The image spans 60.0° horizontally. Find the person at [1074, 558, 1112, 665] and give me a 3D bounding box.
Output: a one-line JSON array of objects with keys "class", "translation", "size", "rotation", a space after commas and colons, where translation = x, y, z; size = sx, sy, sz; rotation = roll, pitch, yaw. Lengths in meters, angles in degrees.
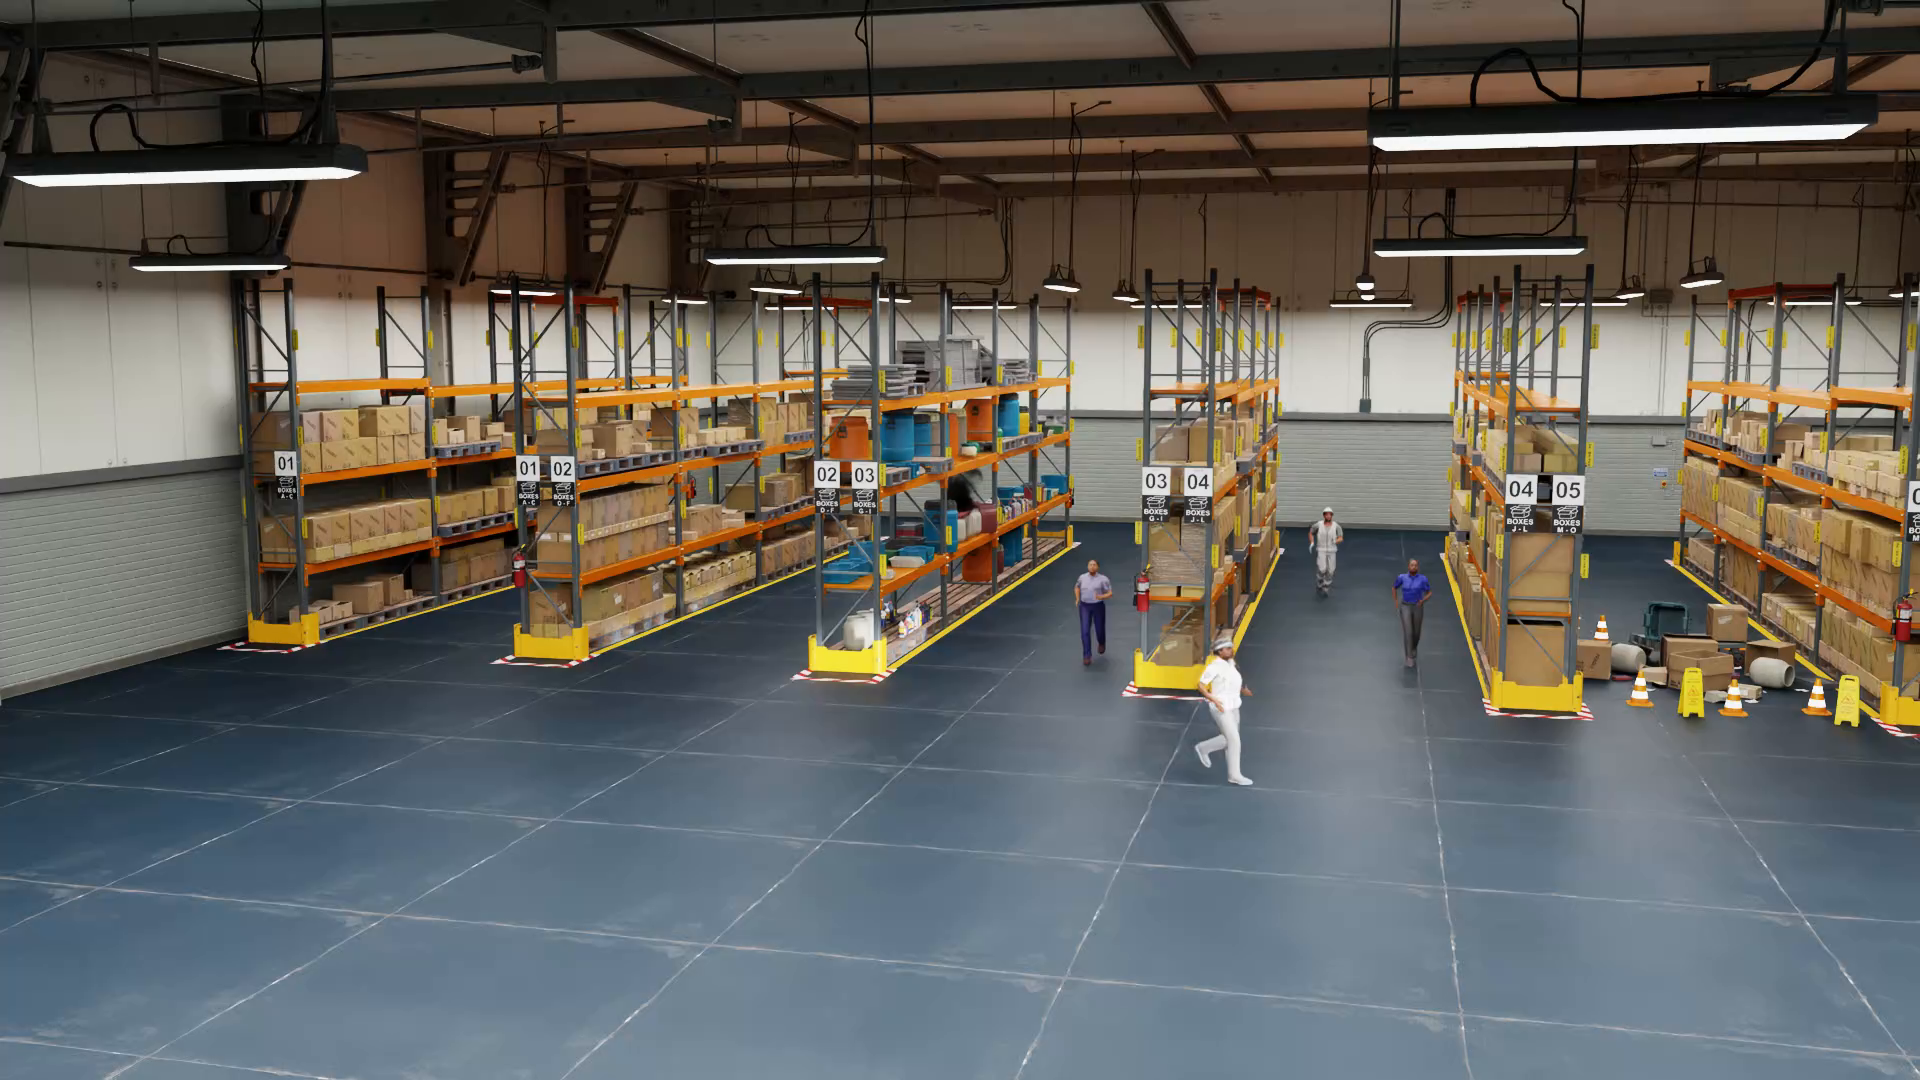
[{"class": "person", "translation": [2.067, 1.093, 25.925], "size": [0.619, 1.617, 0.862], "rotation": [1, 7, 12]}]

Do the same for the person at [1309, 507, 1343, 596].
[{"class": "person", "translation": [7.124, 0.240, 32.318], "size": [0.639, 1.740, 0.643], "rotation": [1, 7, 5]}]

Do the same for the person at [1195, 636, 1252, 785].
[{"class": "person", "translation": [2.988, 1.911, 18.935], "size": [0.828, 1.663, 0.588], "rotation": [6, 9, 42]}]

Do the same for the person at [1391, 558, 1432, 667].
[{"class": "person", "translation": [6.999, 1.146, 25.793], "size": [0.597, 1.547, 0.761], "rotation": [1, 7, 10]}]
